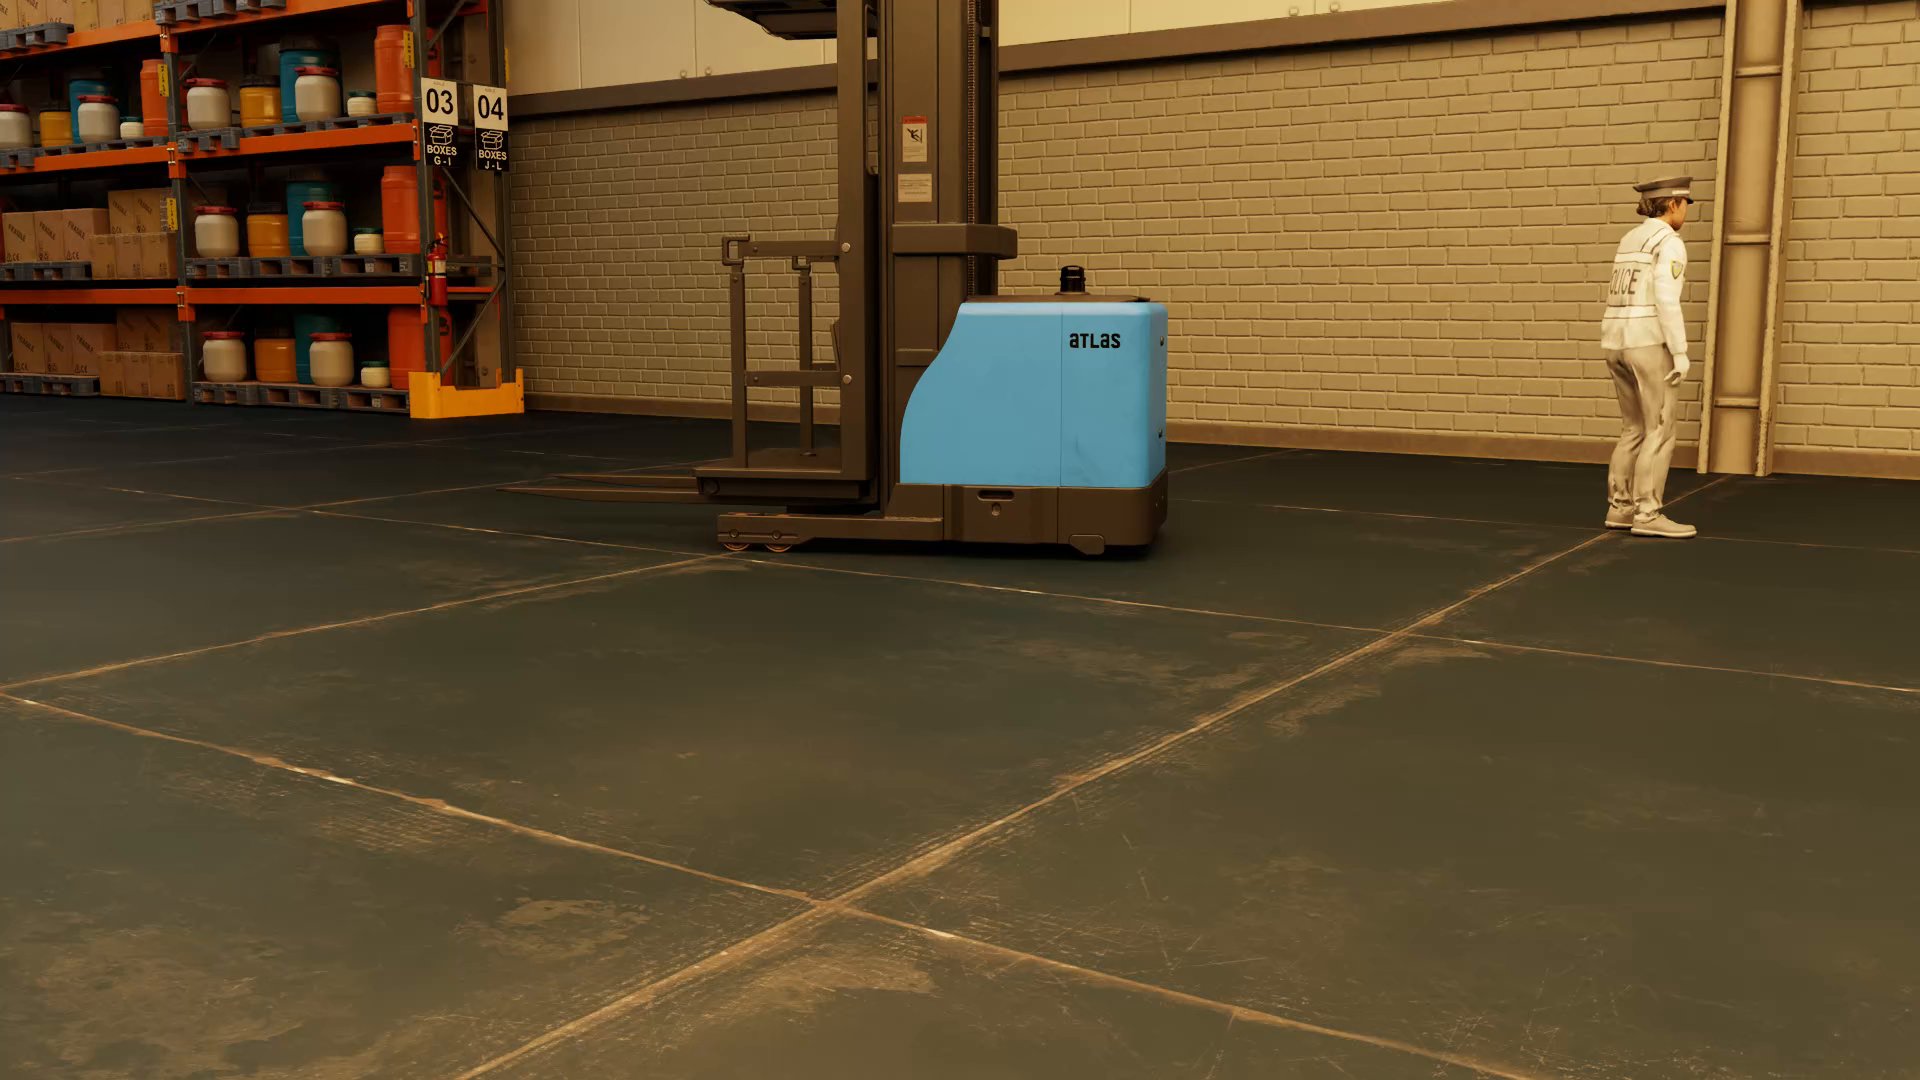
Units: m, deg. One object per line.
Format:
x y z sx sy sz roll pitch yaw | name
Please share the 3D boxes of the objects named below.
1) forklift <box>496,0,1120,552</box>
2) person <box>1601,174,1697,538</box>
-0.595 -1.469 7.524 3.031 2.935 1.121 2 8 12 | forklift
3.220 -0.866 7.789 0.374 1.665 0.547 -1 8 -7 | person
